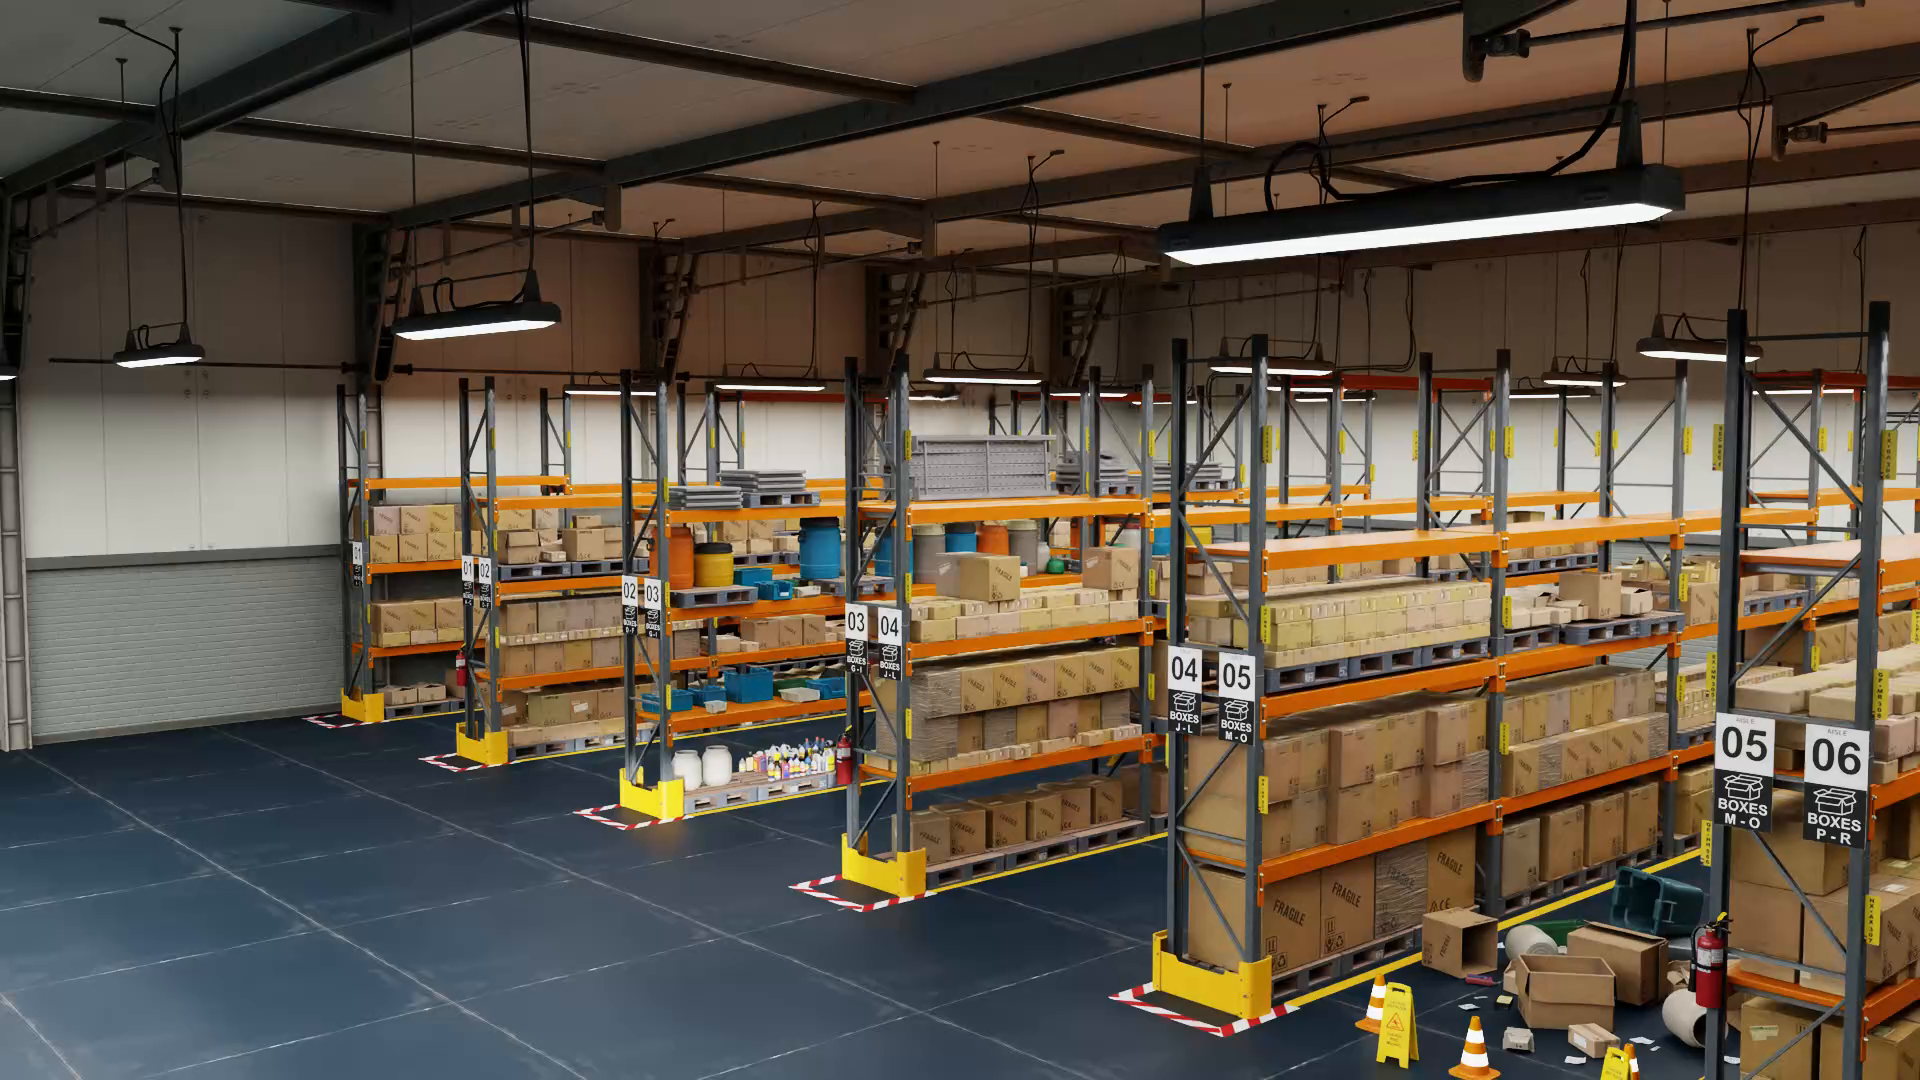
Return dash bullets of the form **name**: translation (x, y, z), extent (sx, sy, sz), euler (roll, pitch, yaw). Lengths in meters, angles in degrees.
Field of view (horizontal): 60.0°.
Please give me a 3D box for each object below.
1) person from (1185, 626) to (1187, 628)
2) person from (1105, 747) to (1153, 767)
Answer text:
- **person**: translation (4.803, 2.102, 34.731), extent (0.553, 1.527, 0.602), euler (4, 5, 44)
- **person**: translation (2.712, 2.596, 25.855), extent (0.661, 1.807, 1.065), euler (3, 5, 41)
